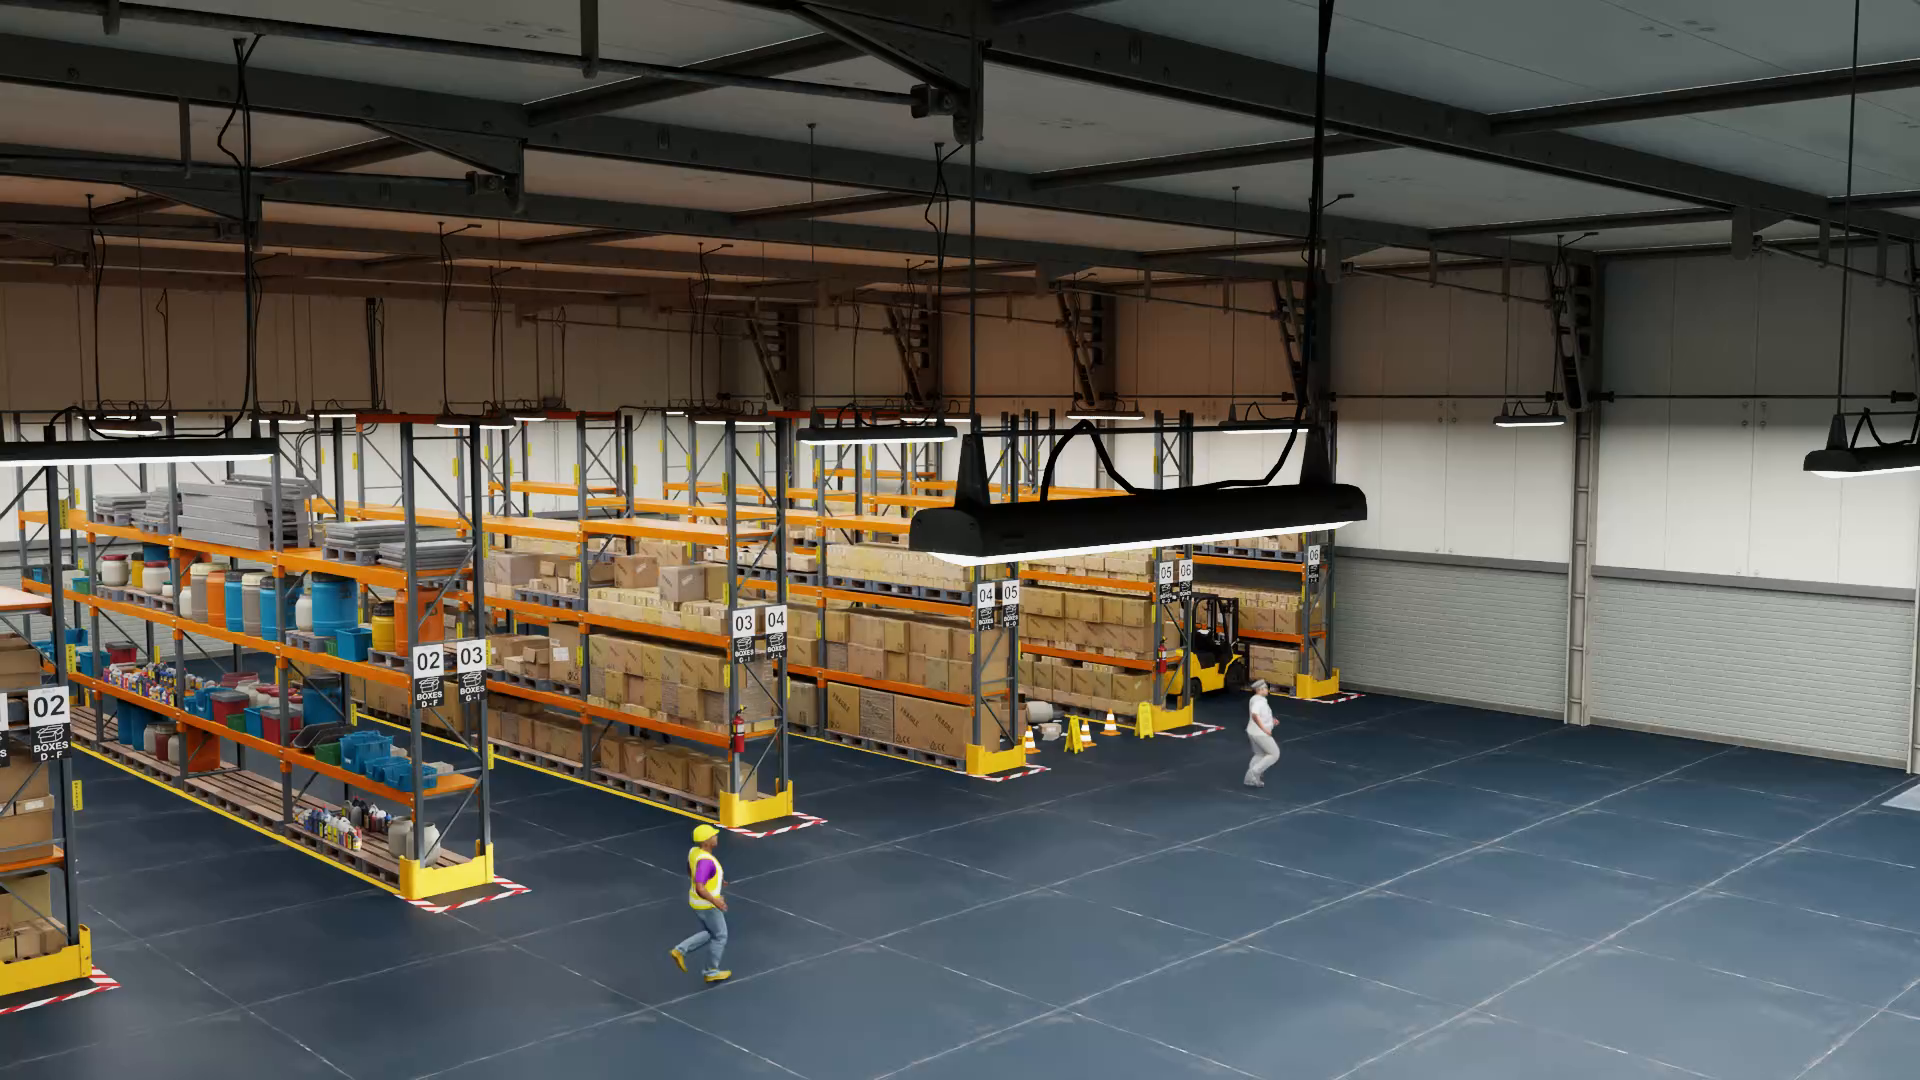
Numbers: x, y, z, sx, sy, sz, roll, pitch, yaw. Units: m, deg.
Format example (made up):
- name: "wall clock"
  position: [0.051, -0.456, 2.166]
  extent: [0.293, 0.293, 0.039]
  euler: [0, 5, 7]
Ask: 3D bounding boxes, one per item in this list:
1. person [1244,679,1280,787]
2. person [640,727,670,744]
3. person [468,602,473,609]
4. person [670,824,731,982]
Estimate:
- name: "person"
  position: [4.916, 3.116, 26.918]
  extent: [0.615, 1.741, 0.635]
  euler: [-1, 5, -7]
- name: "person"
  position: [-5.450, 2.851, 30.217]
  extent: [0.869, 1.729, 0.664]
  euler: [5, 7, 43]
- name: "person"
  position: [-11.124, 2.210, 37.420]
  extent: [0.711, 1.725, 0.621]
  euler: [-4, 7, -41]
- name: "person"
  position: [-2.779, 3.914, 17.897]
  extent: [0.671, 1.727, 0.696]
  euler: [-2, 5, -22]
